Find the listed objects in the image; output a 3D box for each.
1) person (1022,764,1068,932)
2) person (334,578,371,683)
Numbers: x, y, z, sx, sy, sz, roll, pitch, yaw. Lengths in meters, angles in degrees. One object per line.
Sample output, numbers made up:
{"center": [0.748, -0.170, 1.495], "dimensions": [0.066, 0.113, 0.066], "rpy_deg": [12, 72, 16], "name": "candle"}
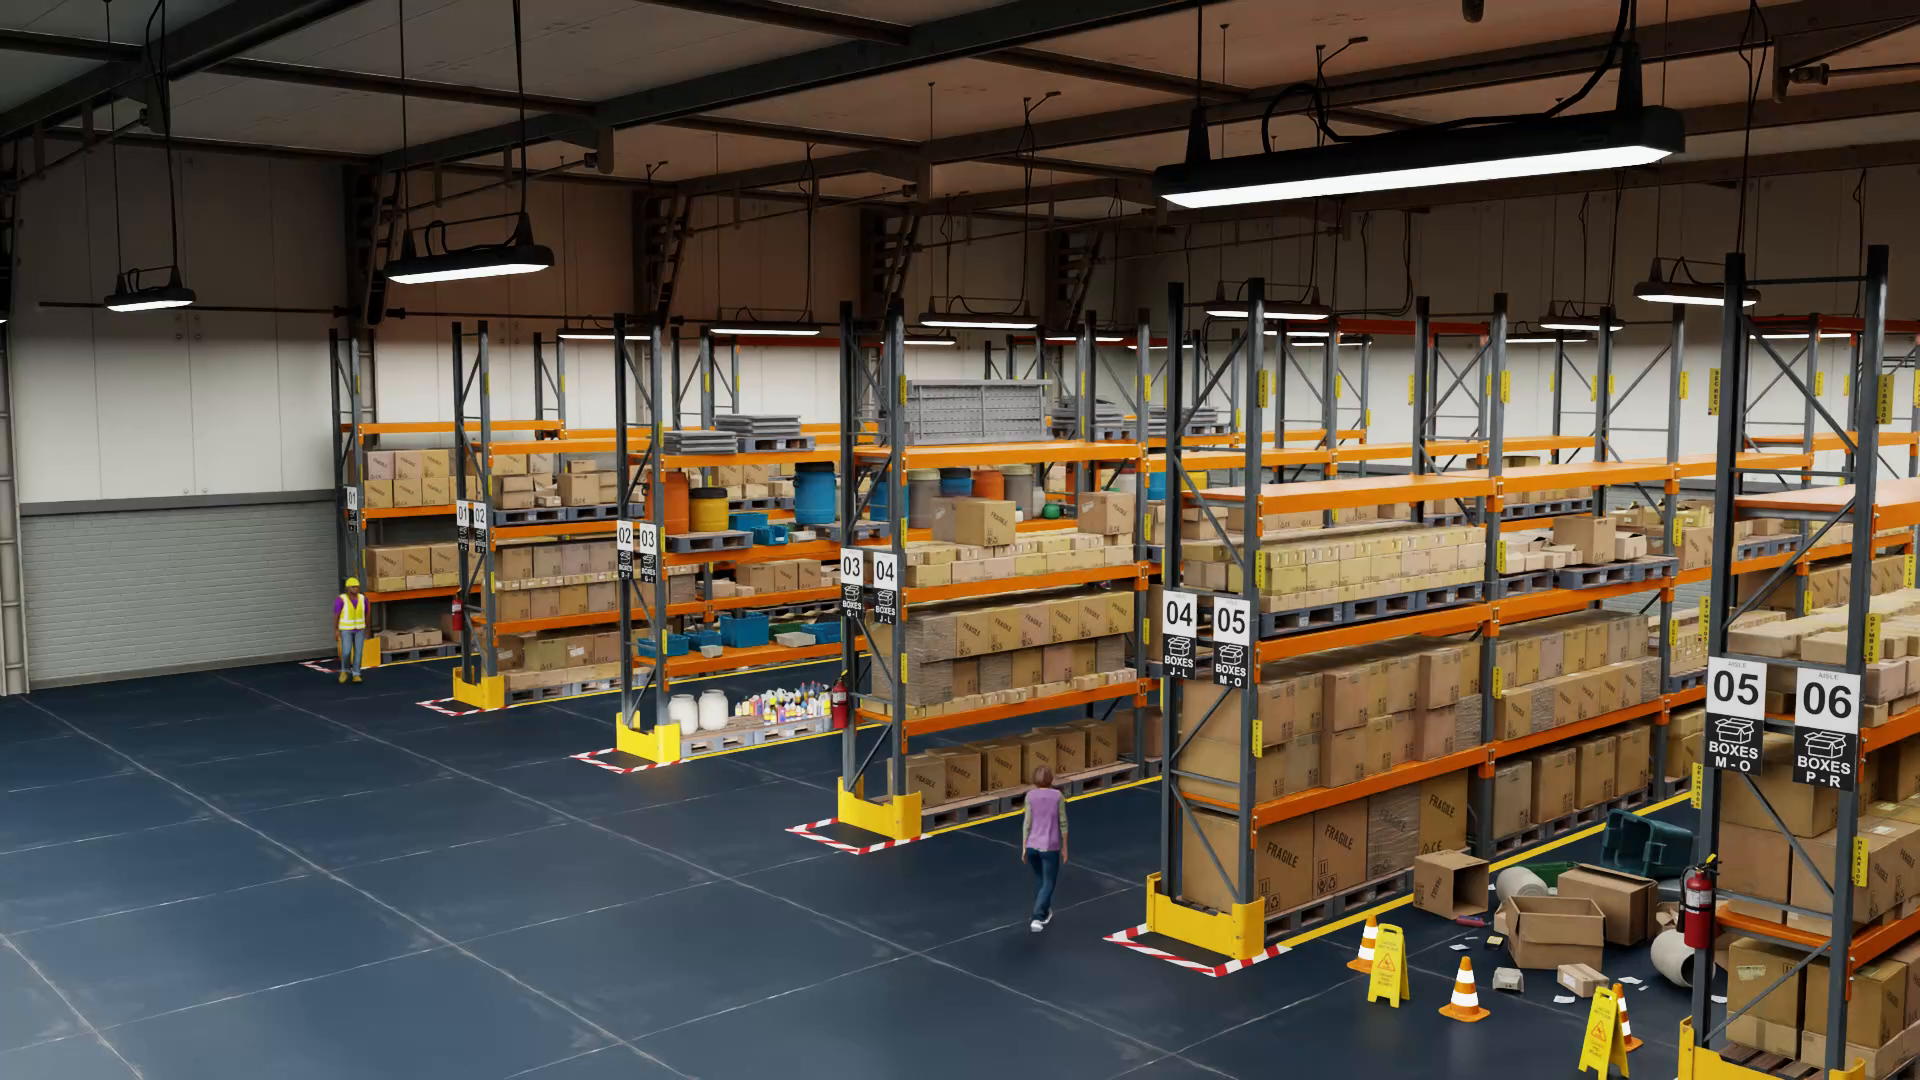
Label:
{"center": [0.780, 2.869, 15.418], "dimensions": [0.419, 1.538, 0.869], "rpy_deg": [2, 6, 19], "name": "person"}
{"center": [-10.196, 1.515, 27.915], "dimensions": [0.608, 1.765, 0.448], "rpy_deg": [-5, 7, -40], "name": "person"}
